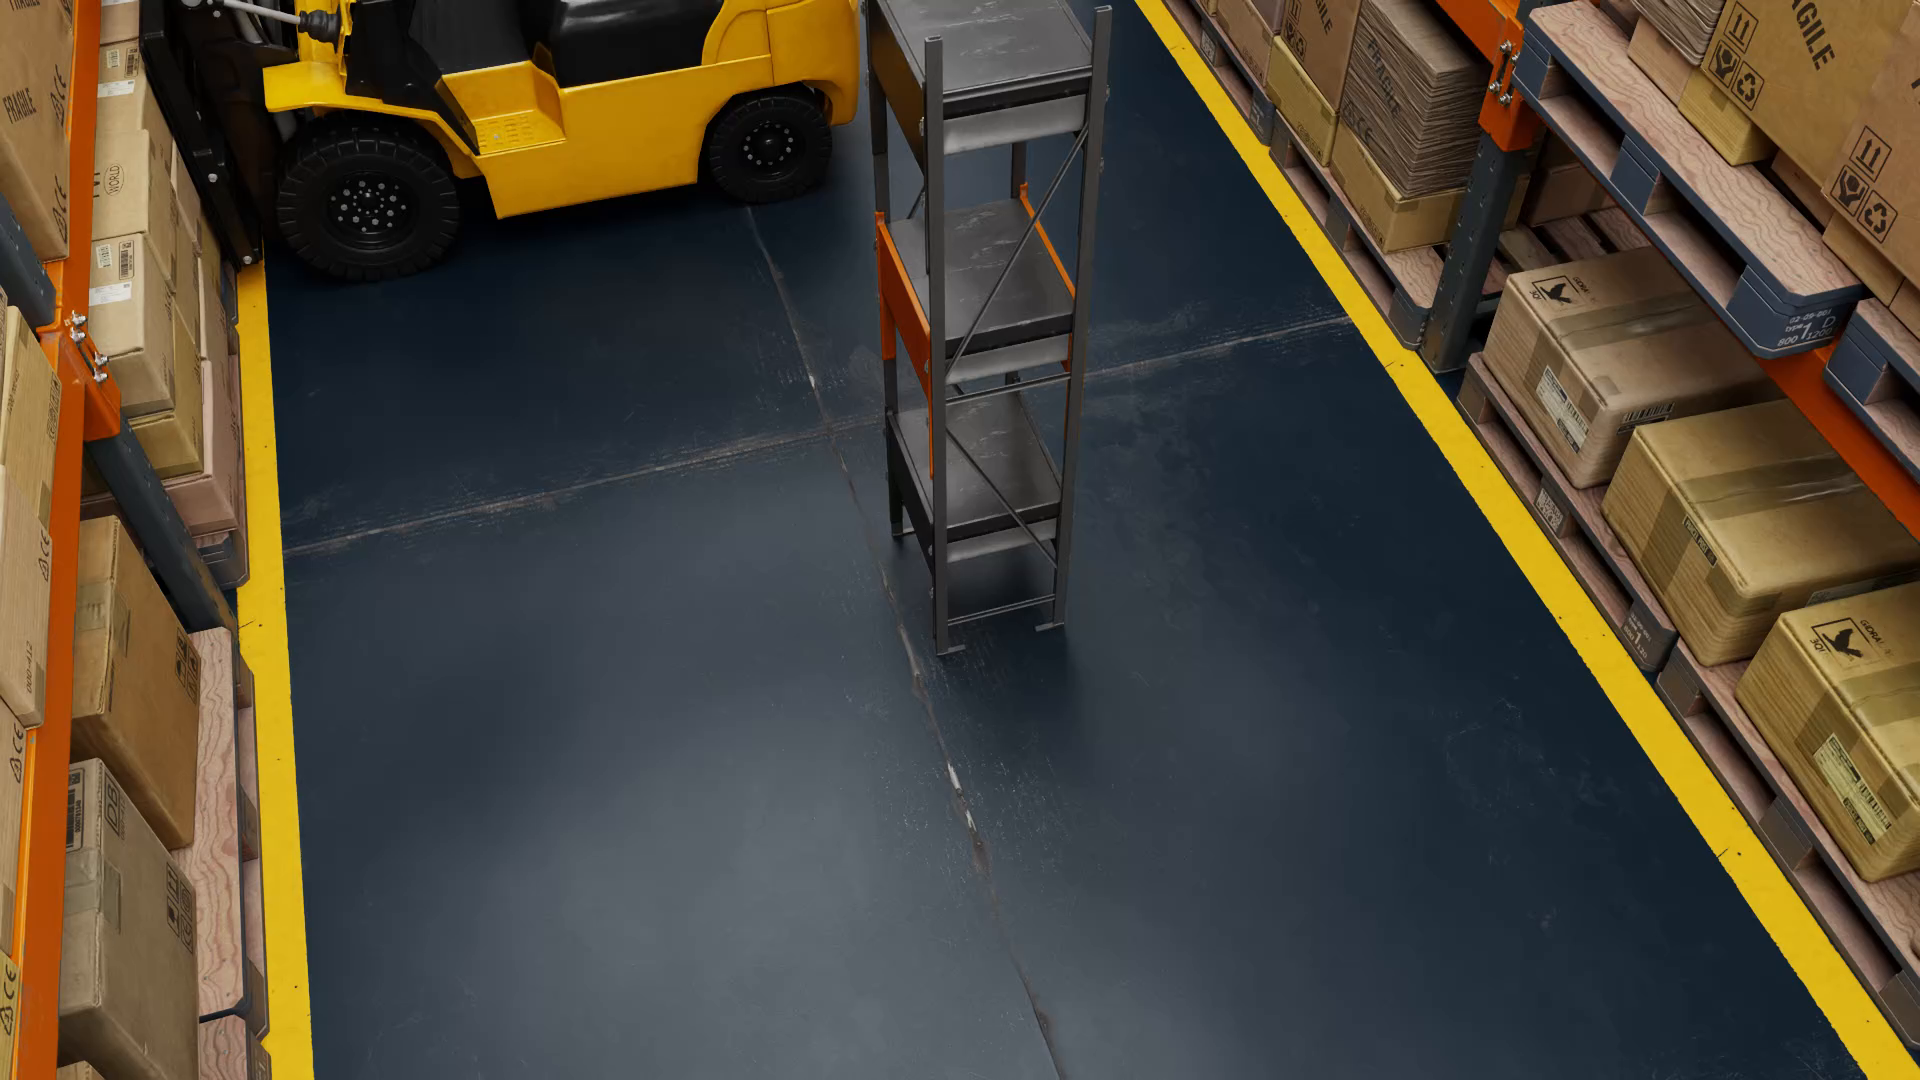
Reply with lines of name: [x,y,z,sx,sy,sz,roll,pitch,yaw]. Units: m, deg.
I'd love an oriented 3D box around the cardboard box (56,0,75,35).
cardboard box: [-2.851,-1.724,4.676,0.500,0.500,0.500,-14,51,-11]

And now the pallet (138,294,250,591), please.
pallet: [-2.844,-0.254,5.326,1.003,0.211,1.213,-13,51,-11]

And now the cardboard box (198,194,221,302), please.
cardboard box: [-2.807,-0.979,5.637,0.500,0.250,0.500,-13,51,-10]

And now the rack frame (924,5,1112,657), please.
rack frame: [0.121,-0.378,4.195,0.400,2.100,0.015,-13,51,-11]

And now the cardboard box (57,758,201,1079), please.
cardboard box: [-2.262,1.015,3.711,0.875,0.625,0.625,-14,51,-11]

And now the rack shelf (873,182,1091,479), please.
rack shelf: [0.049,-0.547,4.356,0.431,0.518,0.480,-13,51,-11]

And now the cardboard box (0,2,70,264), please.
cardboard box: [-2.531,-0.978,4.047,0.500,0.500,0.500,-15,51,-12]

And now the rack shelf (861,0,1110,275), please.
rack shelf: [0.049,-0.998,3.821,0.431,0.518,0.480,-13,51,-11]

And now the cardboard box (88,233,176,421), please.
cardboard box: [-2.492,-0.558,4.628,0.500,0.250,0.500,-14,51,-12]

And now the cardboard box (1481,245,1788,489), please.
cardboard box: [2.249,-0.593,5.232,0.950,0.372,0.625,-13,51,-11]

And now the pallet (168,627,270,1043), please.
pallet: [-2.394,0.866,4.382,1.003,0.211,1.213,-13,51,-11]

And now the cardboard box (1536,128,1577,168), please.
cardboard box: [2.175,-1.670,5.729,0.500,0.500,0.500,-11,51,-9]

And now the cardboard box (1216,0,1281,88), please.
cardboard box: [1.347,-2.067,6.554,0.500,0.250,0.500,-13,51,-10]

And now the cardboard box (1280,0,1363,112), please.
cardboard box: [1.508,-1.921,5.941,0.500,0.500,0.500,-12,51,-10]

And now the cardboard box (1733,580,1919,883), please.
cardboard box: [2.672,0.438,4.363,0.950,0.372,0.625,-12,51,-10]

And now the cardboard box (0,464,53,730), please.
cardboard box: [-2.096,0.161,3.251,0.500,0.250,0.500,-14,51,-11]

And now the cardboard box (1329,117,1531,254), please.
cardboard box: [1.660,-1.308,5.914,0.500,0.250,0.500,-11,51,-9]

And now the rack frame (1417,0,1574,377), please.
rack frame: [2.092,-1.687,4.711,1.000,3.000,0.127,-13,51,-11]

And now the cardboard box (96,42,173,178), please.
cardboard box: [-2.792,-1.295,5.249,0.500,0.250,0.500,-12,51,-10]

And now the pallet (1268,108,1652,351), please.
pallet: [1.859,-1.271,6.184,1.003,0.211,1.213,-13,51,-11]

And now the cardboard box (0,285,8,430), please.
cardboard box: [-2.259,-0.374,3.375,0.500,0.250,0.500,-14,51,-12]

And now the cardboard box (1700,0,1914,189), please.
cardboard box: [2.105,-1.178,3.747,0.500,0.500,0.500,-13,51,-11]

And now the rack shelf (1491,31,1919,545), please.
rack shelf: [2.683,0.005,3.754,1.077,0.370,4.000,-13,51,-11]

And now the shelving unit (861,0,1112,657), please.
shelving unit: [0.049,-0.556,4.345,0.431,2.100,0.503,-13,51,-11]

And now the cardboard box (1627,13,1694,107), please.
cardboard box: [1.953,-1.267,4.246,0.380,0.149,0.250,-13,51,-10]

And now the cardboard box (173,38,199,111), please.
cardboard box: [-2.934,-1.502,5.751,0.500,0.250,0.500,-13,51,-11]

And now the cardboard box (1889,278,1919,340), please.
cardboard box: [2.283,-0.514,3.611,0.380,0.149,0.250,-13,51,-11]

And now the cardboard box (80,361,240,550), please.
cardboard box: [-2.476,-0.240,5.014,0.500,0.250,0.500,-13,51,-11]

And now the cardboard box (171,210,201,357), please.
cardboard box: [-2.648,-0.763,5.128,0.500,0.250,0.500,-14,51,-11]

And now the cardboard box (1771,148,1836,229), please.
cardboard box: [2.176,-0.893,3.930,0.380,0.149,0.250,-10,51,-9]

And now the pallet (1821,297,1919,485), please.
pallet: [2.650,-0.141,3.532,1.003,0.211,1.213,-13,51,-11]

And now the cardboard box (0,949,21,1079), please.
cardboard box: [-1.818,0.906,2.623,0.500,0.250,0.500,-12,51,-10]

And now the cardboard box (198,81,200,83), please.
cardboard box: [-3.114,-1.728,6.269,0.500,0.250,0.500,-13,51,-11]

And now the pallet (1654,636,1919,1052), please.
pallet: [2.688,0.672,4.545,1.003,0.211,1.213,-13,51,-11]

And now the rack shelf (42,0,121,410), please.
rack shelf: [-3.240,-1.791,5.269,1.077,0.370,4.000,-13,51,-11]
